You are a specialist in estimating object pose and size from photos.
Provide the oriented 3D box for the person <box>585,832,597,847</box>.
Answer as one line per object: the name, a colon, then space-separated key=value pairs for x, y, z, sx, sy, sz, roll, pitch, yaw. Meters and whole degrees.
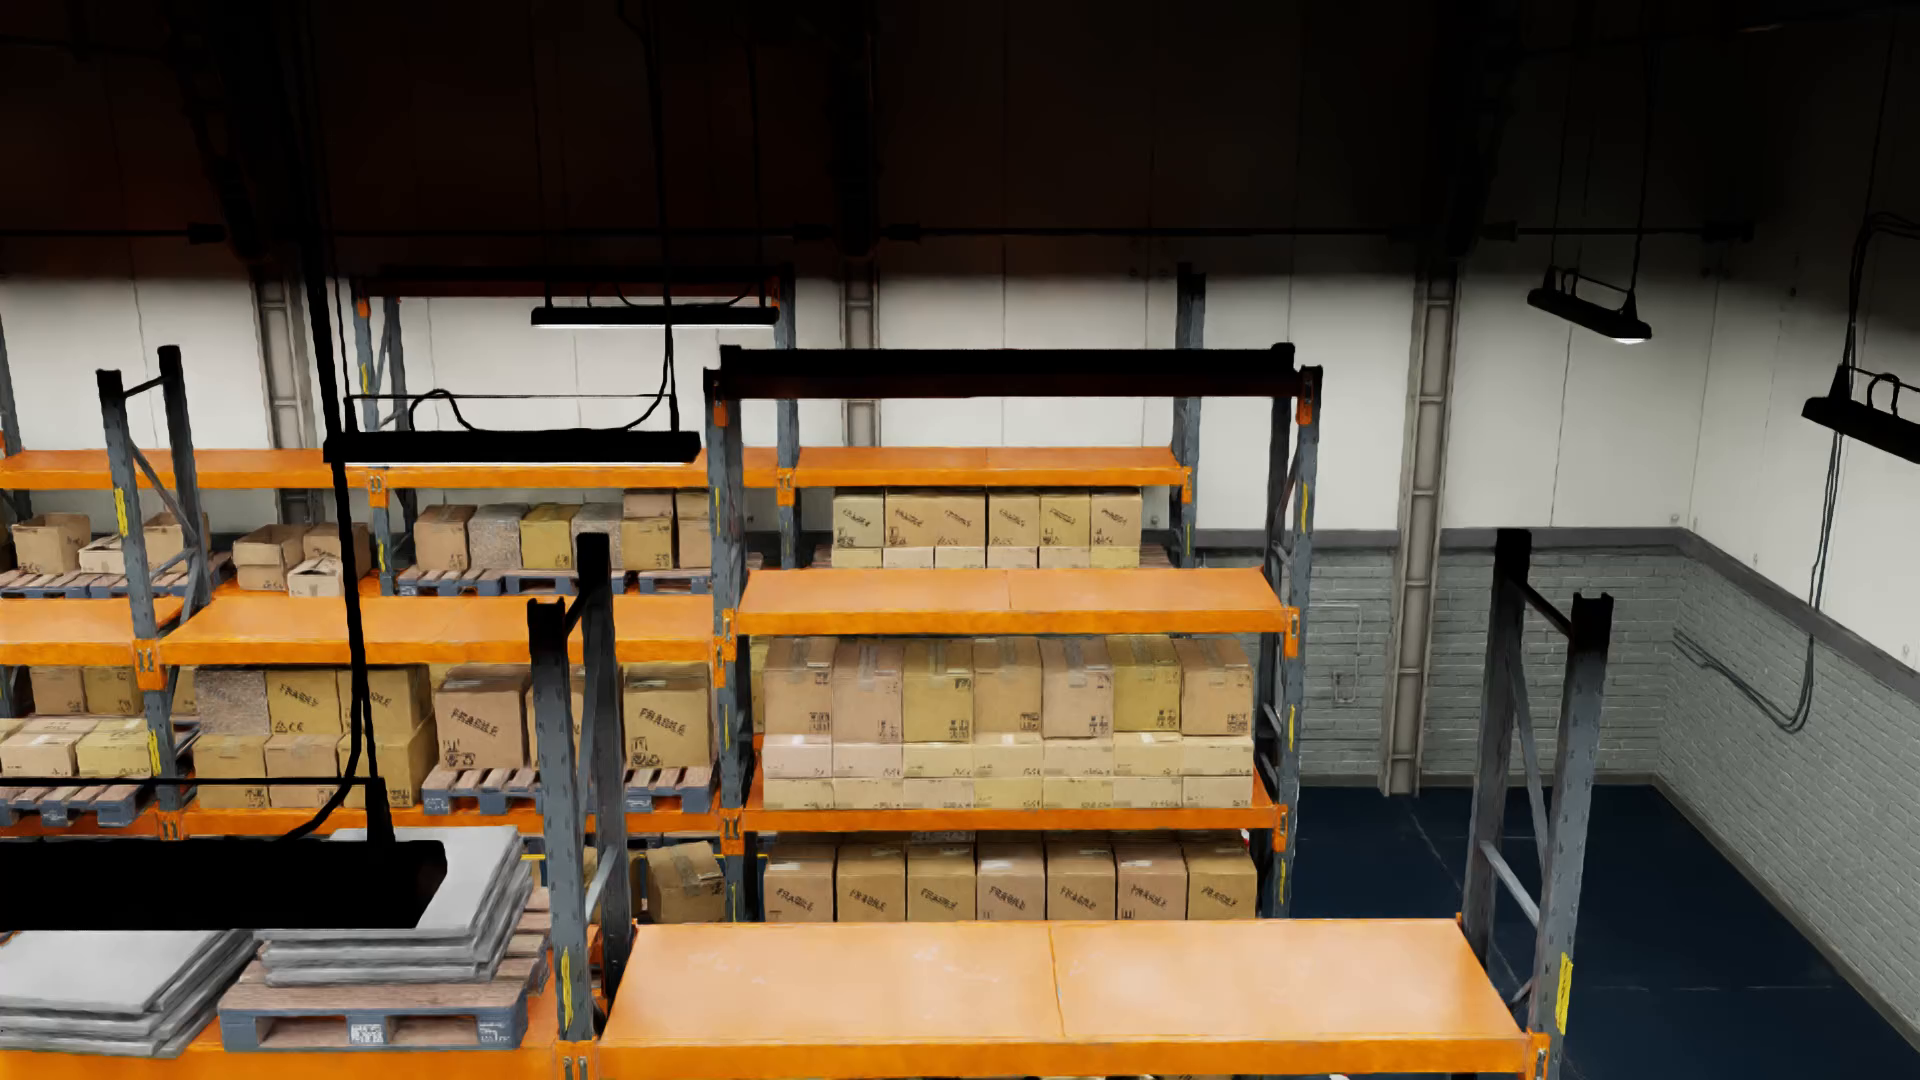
person: x=-3.626 y=2.742 z=15.925 sx=0.598 sy=1.782 sz=0.463 roll=-6 pitch=17 yaw=-21
